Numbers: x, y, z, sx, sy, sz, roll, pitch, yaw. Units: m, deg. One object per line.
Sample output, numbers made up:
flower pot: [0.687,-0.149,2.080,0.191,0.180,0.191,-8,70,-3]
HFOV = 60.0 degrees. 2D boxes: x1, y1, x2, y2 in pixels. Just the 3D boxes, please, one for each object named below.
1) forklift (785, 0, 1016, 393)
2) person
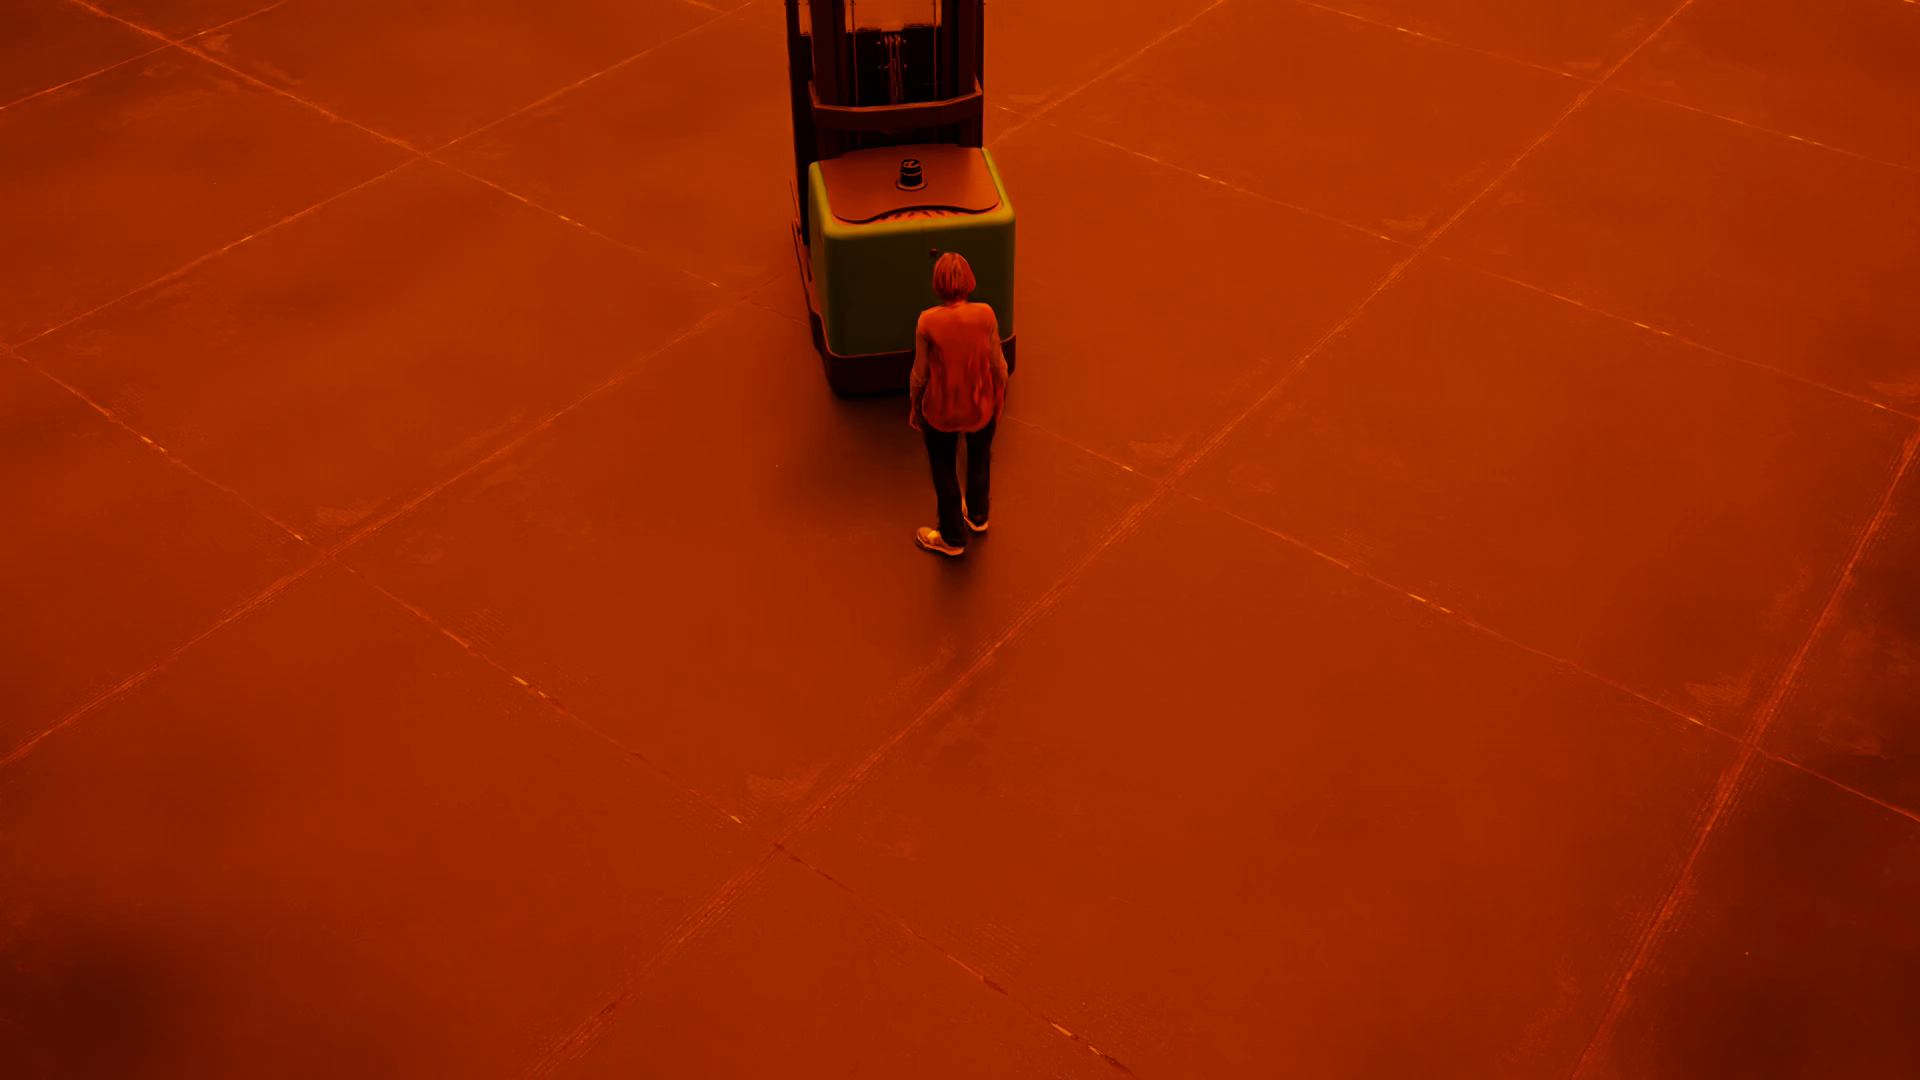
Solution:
forklift: [-0.454,-2.884,9.457,1.130,2.935,3.031,-7,41,-8]
person: [-0.021,-0.643,7.871,0.450,1.579,0.438,-6,41,-7]
